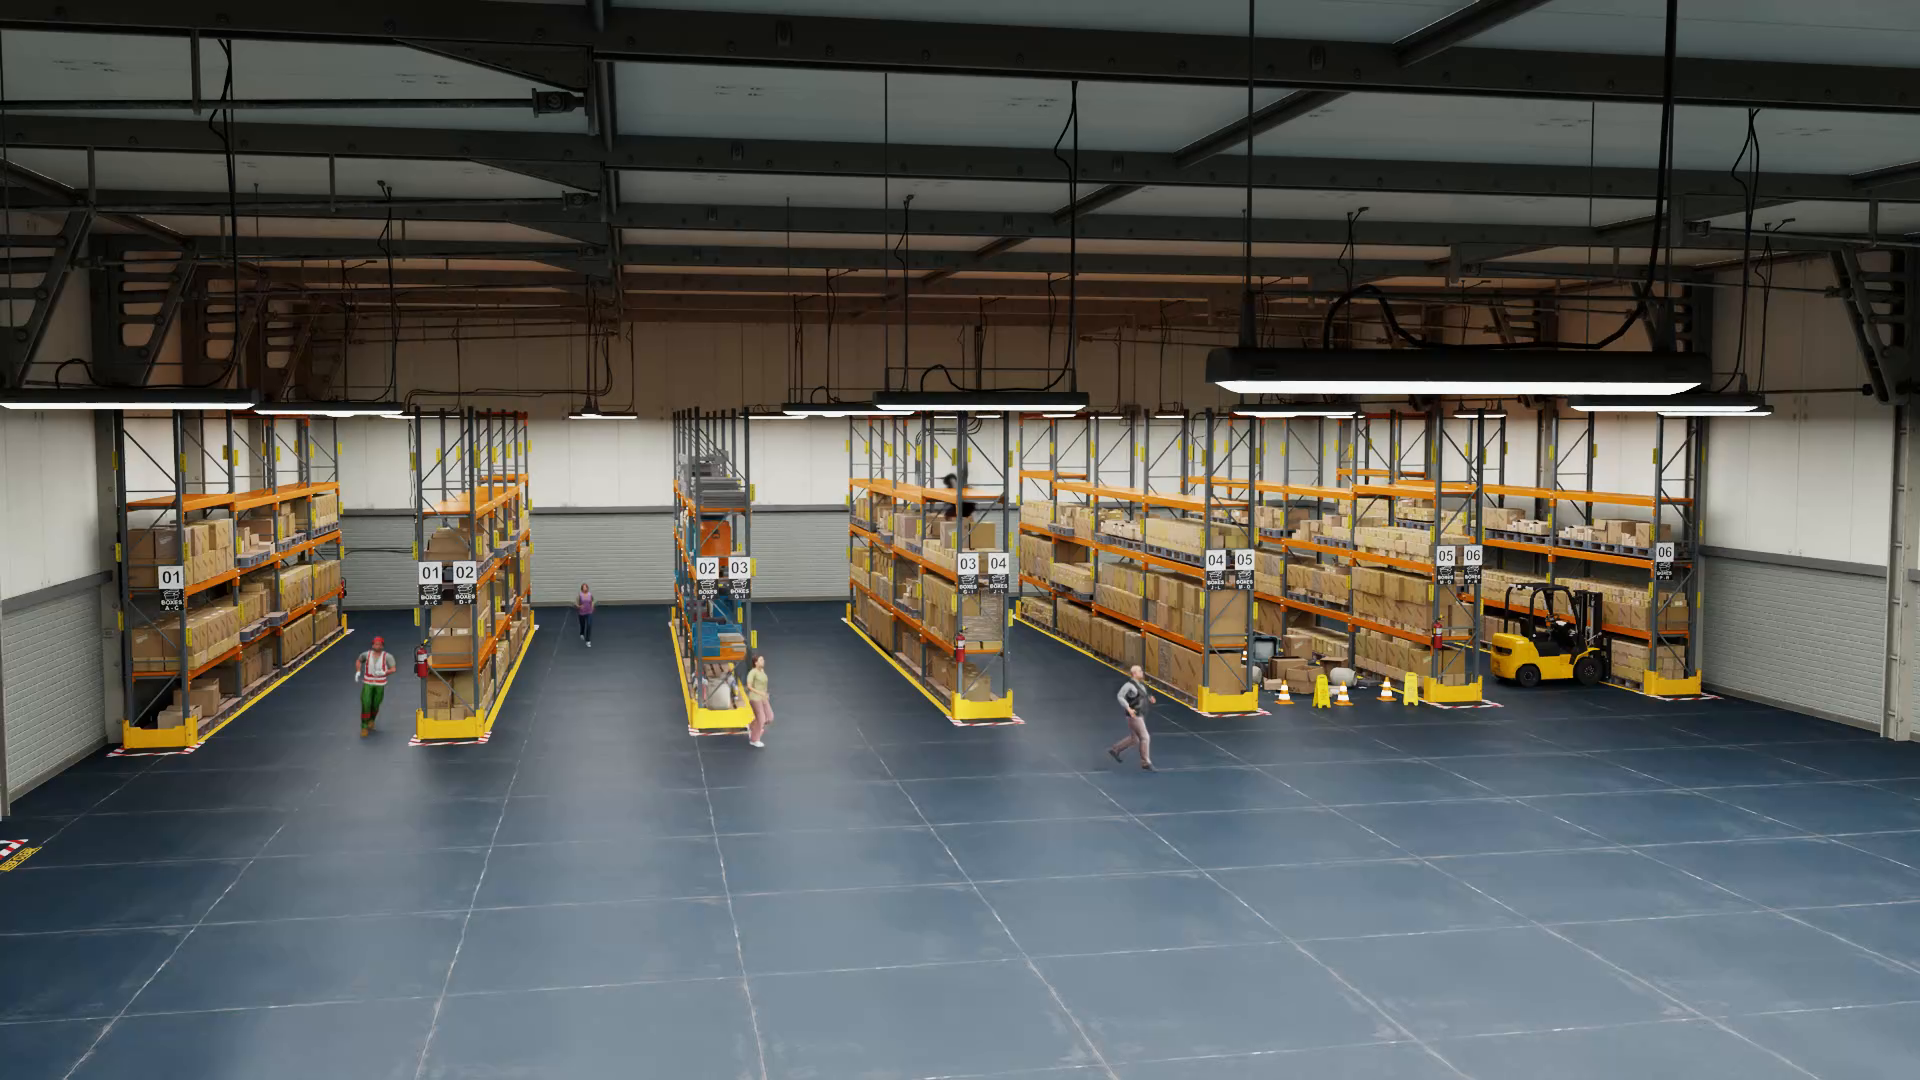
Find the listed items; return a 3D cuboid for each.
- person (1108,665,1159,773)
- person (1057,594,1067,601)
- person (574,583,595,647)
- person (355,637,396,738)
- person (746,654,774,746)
[{"bbox_3d":[2.882,2.919,27.359,0.867,1.735,0.648,2,4,24],"label":"person"},{"bbox_3d":[3.021,1.345,49.729,0.594,1.687,0.740,4,5,42],"label":"person"},{"bbox_3d":[-9.574,1.912,42.466,0.545,1.568,0.879,-2,4,-21],"label":"person"},{"bbox_3d":[-10.721,2.655,30.512,0.711,1.773,0.979,-1,4,-19],"label":"person"},{"bbox_3d":[-3.568,2.823,29.403,0.570,1.634,0.614,2,4,24],"label":"person"}]
